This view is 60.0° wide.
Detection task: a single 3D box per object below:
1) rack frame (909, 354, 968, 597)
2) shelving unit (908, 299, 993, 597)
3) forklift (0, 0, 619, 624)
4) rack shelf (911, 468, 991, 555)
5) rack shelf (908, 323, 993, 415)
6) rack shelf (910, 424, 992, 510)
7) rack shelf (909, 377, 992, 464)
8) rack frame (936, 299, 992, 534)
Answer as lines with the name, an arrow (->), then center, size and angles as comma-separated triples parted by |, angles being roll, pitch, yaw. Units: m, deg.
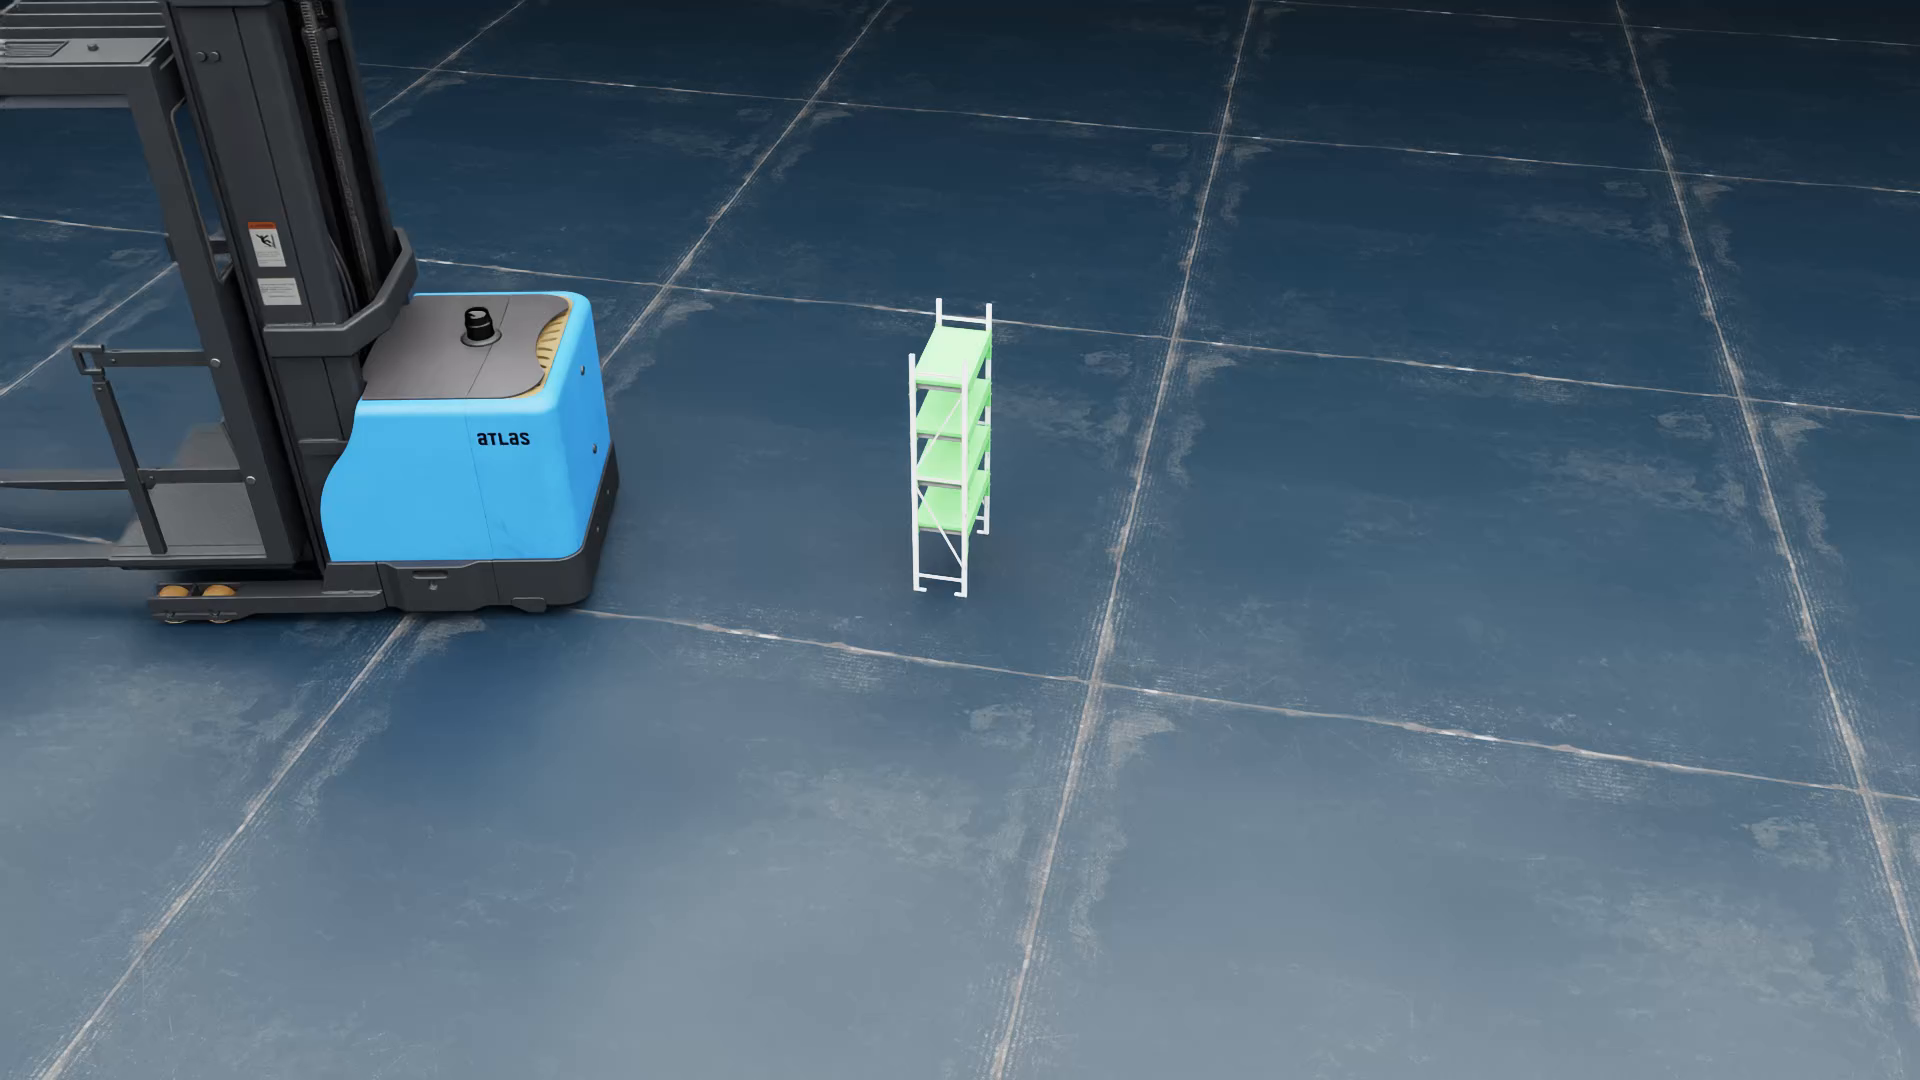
rack frame -> -0.087, -0.251, 7.074 | 0.240, 1.200, 0.015 | 7, 37, 10
shelving unit -> -0.035, -0.391, 7.267 | 0.258, 1.200, 0.503 | 7, 37, 10
forklift -> -3.146, -1.138, 6.822 | 3.031, 2.935, 1.130 | -1, 36, -1
rack shelf -> -0.035, -0.145, 7.445 | 0.258, 0.148, 0.480 | 7, 37, 10
rack shelf -> -0.035, -0.728, 7.023 | 0.258, 0.148, 0.480 | 7, 37, 10
rack shelf -> -0.035, -0.339, 7.304 | 0.258, 0.148, 0.480 | 7, 37, 10
rack shelf -> -0.035, -0.534, 7.164 | 0.258, 0.148, 0.480 | 7, 37, 10
rack frame -> 0.017, -0.531, 7.460 | 0.240, 1.200, 0.015 | 7, 37, 10
